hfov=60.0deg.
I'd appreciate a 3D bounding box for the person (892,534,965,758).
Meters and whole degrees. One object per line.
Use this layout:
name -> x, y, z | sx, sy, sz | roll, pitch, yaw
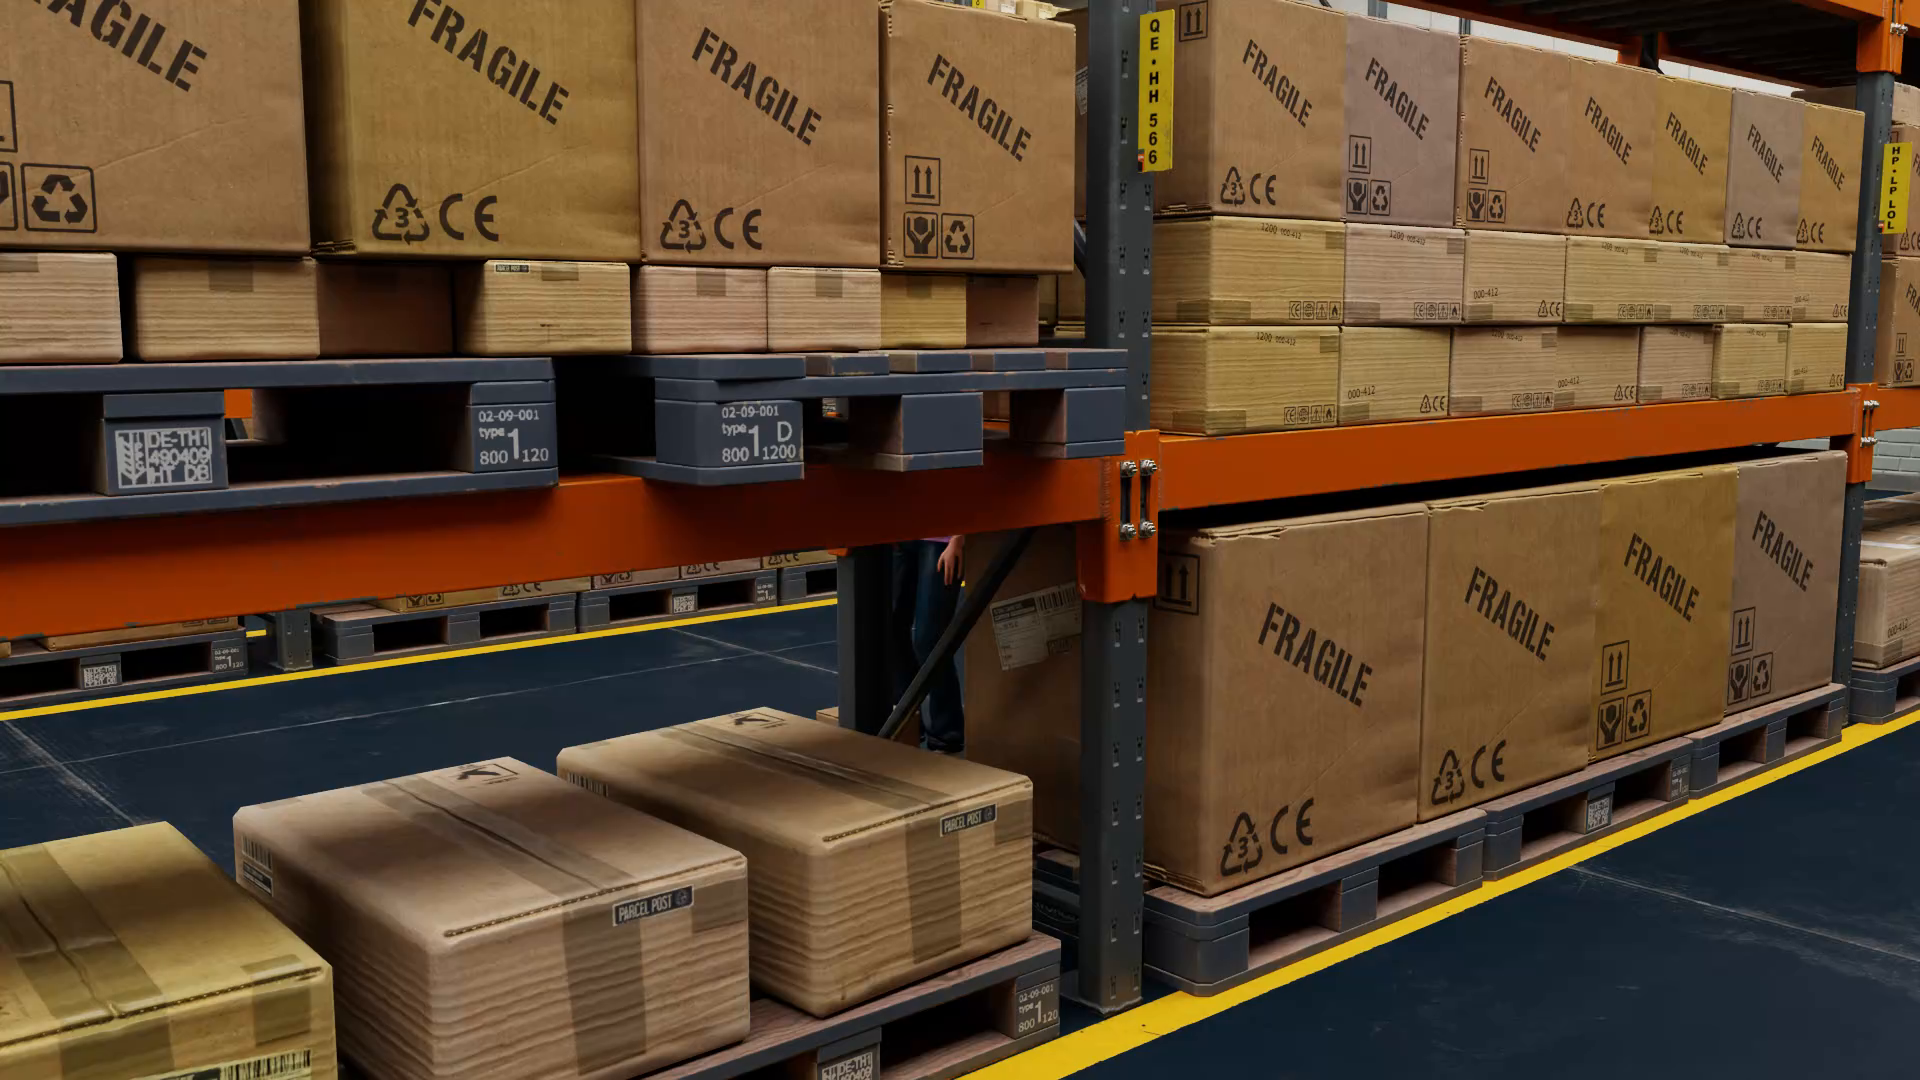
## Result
person -> -0.139, 0.017, 5.709 | 0.345, 1.593, 0.479 | -7, 10, -43
